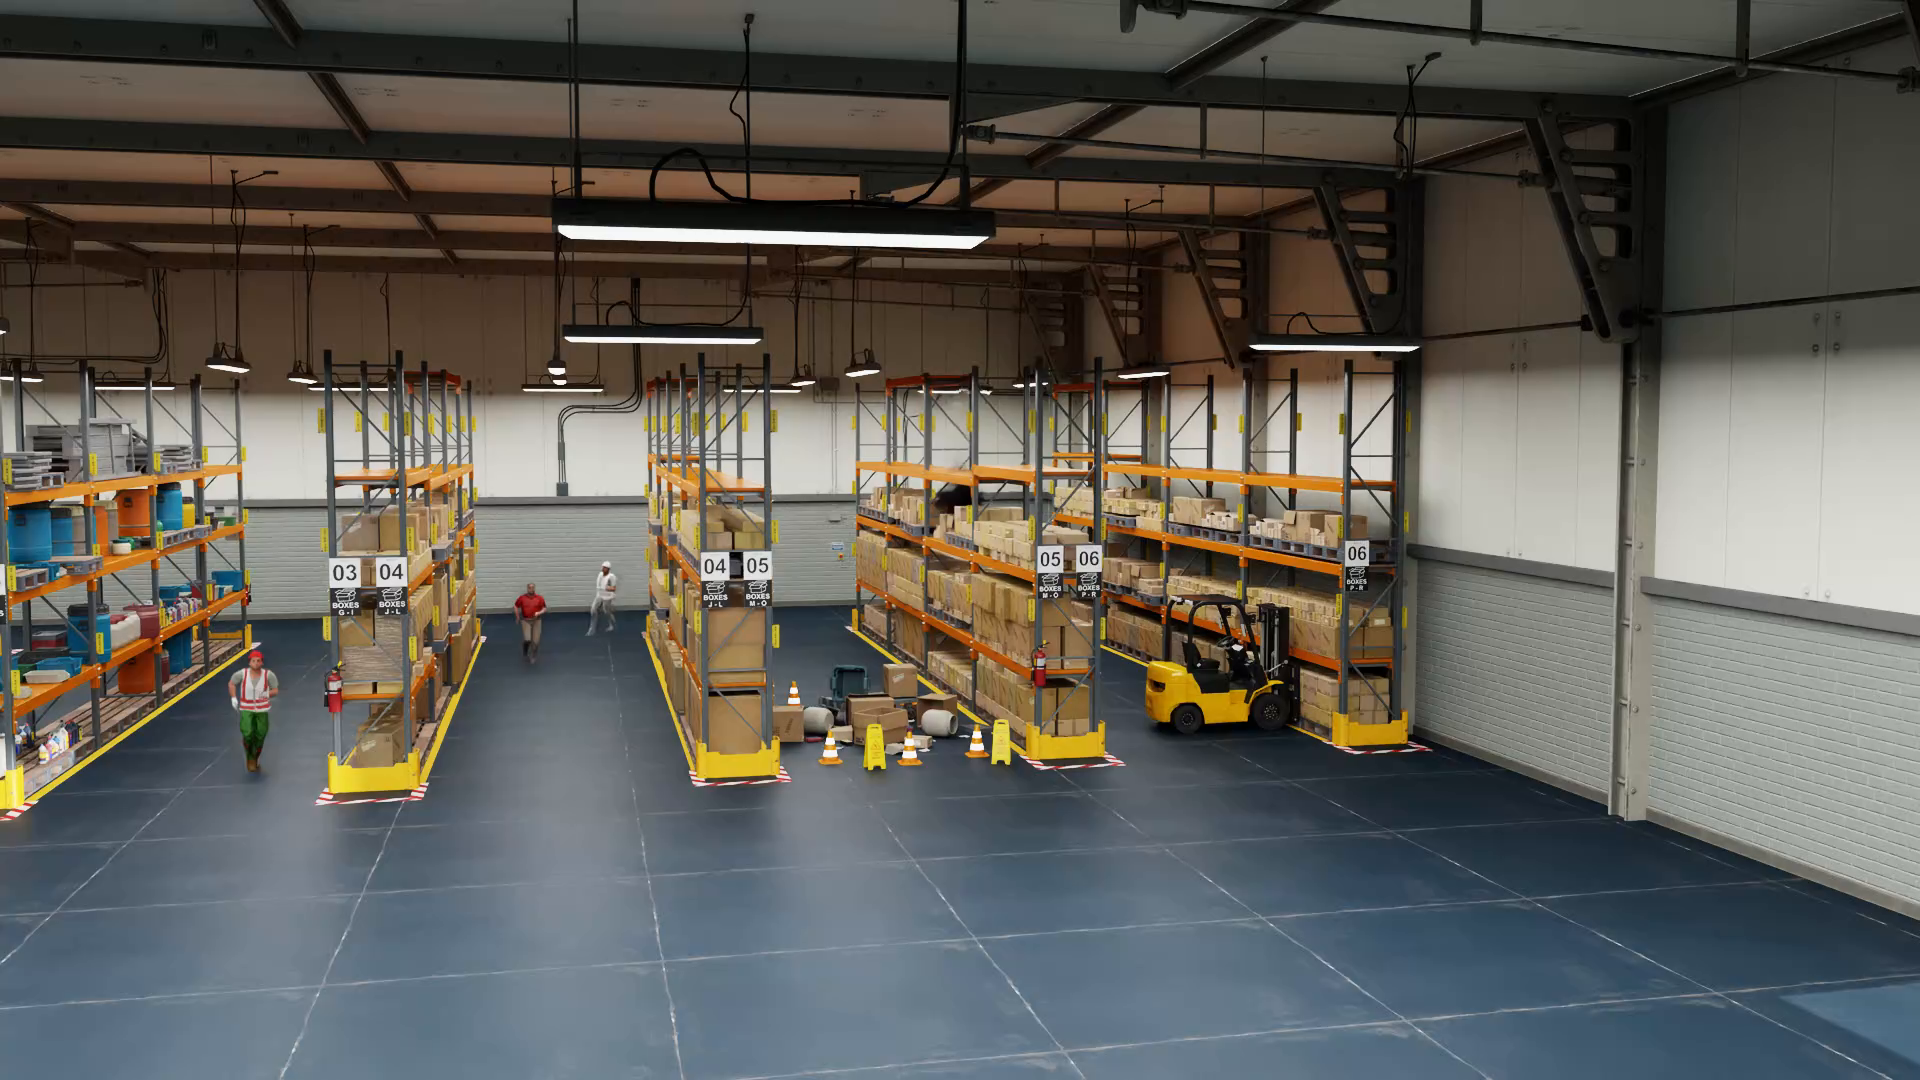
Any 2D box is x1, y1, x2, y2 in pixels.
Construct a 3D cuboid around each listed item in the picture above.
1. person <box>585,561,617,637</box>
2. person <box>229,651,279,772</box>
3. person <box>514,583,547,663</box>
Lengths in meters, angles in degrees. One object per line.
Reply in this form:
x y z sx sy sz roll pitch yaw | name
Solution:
-8.350 1.396 39.345 0.723 1.793 0.847 3 5 34 | person
-10.104 2.456 23.836 0.647 1.750 0.735 -2 4 -27 | person
-8.931 1.744 34.631 0.650 1.688 0.611 -1 4 -20 | person
